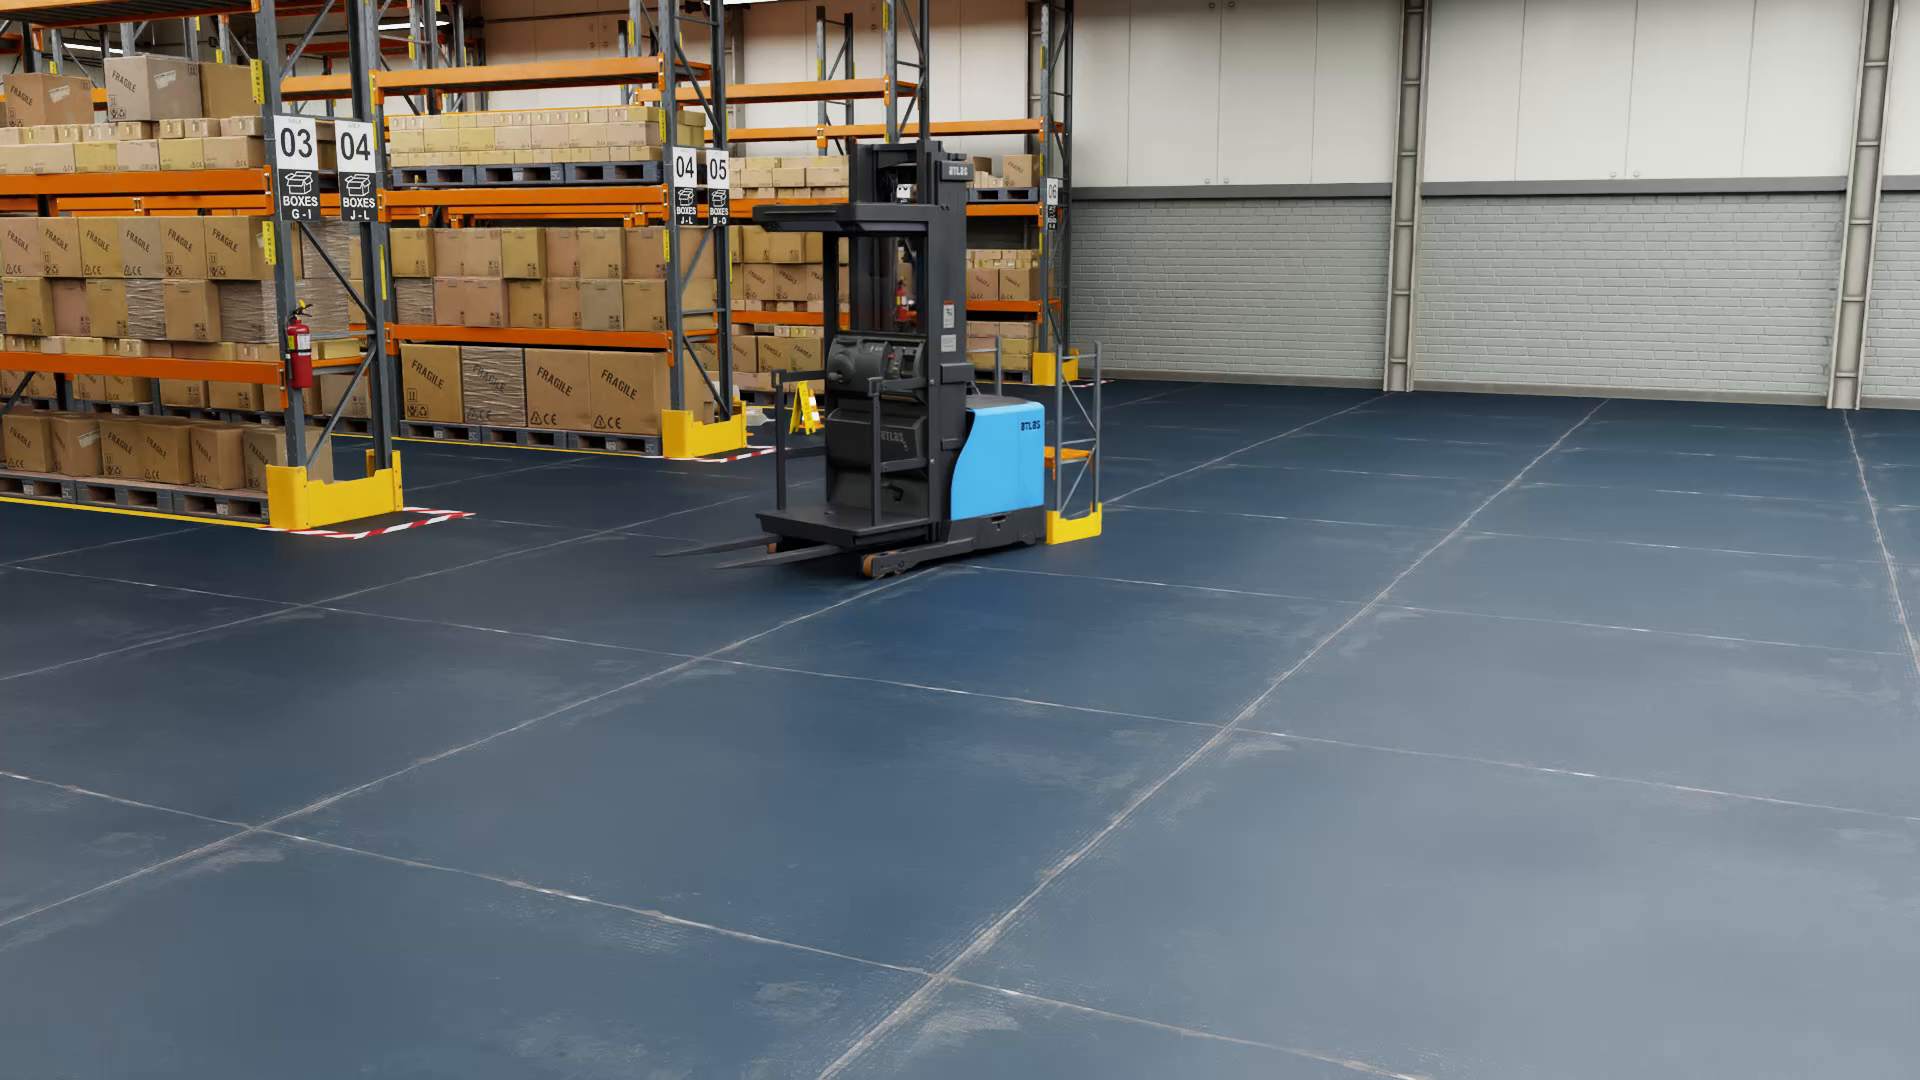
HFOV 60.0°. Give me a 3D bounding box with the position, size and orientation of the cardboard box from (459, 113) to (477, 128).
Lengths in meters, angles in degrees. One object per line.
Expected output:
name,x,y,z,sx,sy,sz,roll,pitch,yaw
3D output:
cardboard box,-5.272,-4.588,18.244,0.250,0.149,0.380,5,11,26

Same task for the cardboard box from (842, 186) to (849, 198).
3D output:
cardboard box,-1.358,-4.584,21.920,0.250,0.149,0.380,5,11,26

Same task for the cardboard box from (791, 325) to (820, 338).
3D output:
cardboard box,-2.093,-2.836,22.591,0.250,0.149,0.380,5,12,27

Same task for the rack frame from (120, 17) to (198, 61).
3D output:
rack frame,-9.950,-6.018,20.714,0.127,3.000,1.000,5,11,26

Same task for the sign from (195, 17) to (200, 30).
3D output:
sign,-9.708,-6.644,21.108,0.005,0.325,0.100,5,11,26

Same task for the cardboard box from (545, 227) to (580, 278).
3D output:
cardboard box,-4.068,-3.171,18.373,0.550,0.550,0.875,5,11,26

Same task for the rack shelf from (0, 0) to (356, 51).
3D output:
rack shelf,-6.855,-4.405,13.833,4.000,0.370,1.077,5,11,26

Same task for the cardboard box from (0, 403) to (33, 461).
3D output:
cardboard box,-9.190,-1.005,15.643,0.500,0.500,0.700,4,11,21

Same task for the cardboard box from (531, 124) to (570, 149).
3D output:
cardboard box,-4.237,-4.313,17.843,0.500,0.250,0.500,5,11,25

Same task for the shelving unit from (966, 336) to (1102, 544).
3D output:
shelving unit,0.515,-0.808,12.986,1.083,1.500,0.587,10,14,42

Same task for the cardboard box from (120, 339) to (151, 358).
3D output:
cardboard box,-6.800,-1.619,13.957,0.250,0.149,0.380,5,11,26

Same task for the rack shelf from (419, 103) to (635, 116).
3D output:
rack shelf,-6.057,-6.108,24.355,4.000,0.370,1.077,5,11,26

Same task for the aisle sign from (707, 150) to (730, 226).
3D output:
aisle sign,-2.580,-3.757,17.767,0.004,0.787,0.394,5,11,26

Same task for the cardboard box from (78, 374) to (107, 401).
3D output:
cardboard box,-11.120,-2.094,21.718,0.500,0.500,0.500,6,12,28

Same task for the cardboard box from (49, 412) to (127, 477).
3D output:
cardboard box,-7.791,-0.861,14.907,0.500,0.500,0.500,10,14,44

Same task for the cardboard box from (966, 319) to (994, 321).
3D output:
cardboard box,0.276,-3.521,27.495,0.500,0.250,0.500,5,11,25

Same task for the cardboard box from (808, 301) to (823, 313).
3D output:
cardboard box,-1.848,-3.147,22.402,0.250,0.149,0.380,5,12,27

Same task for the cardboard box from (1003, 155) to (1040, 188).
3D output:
cardboard box,1.012,-5.804,26.214,0.500,0.500,0.500,5,12,28

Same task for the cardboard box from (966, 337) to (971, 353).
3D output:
cardboard box,0.024,-3.194,27.092,0.500,0.250,0.500,5,11,25

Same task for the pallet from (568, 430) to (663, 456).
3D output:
pallet,-3.528,-1.114,18.292,1.213,0.211,1.003,5,11,26

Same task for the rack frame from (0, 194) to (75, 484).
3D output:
rack frame,-8.649,-1.967,15.174,0.127,3.000,1.000,5,11,26

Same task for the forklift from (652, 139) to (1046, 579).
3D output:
forklift,-0.740,-1.280,11.572,1.130,2.935,3.031,10,14,43

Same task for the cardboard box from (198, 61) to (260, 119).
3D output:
cardboard box,-6.273,-3.729,13.970,0.500,0.500,0.500,5,11,26

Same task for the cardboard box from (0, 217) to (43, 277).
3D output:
cardboard box,-7.908,-2.539,14.412,0.500,0.500,0.500,5,11,26

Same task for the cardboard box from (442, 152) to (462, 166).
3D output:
cardboard box,-5.506,-4.216,18.427,0.250,0.149,0.380,5,11,25

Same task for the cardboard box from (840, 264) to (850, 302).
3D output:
cardboard box,-1.285,-3.428,22.135,0.500,0.500,0.500,5,11,25

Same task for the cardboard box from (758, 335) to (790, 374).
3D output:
cardboard box,-2.429,-2.560,22.887,0.500,0.500,0.500,5,11,24

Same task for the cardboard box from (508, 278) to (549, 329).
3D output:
cardboard box,-4.572,-2.671,18.642,0.500,0.550,0.875,5,11,26

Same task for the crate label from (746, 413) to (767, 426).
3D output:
crate label,-2.552,-1.501,20.641,0.298,0.136,0.250,-1,10,-4

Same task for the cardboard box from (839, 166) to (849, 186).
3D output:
cardboard box,-1.255,-4.780,21.882,0.500,0.250,0.500,5,11,25

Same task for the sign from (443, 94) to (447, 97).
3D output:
sign,-9.502,-8.338,30.688,0.005,0.325,0.100,5,11,26

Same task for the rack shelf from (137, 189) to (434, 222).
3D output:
rack shelf,-8.157,-4.030,20.174,4.000,0.370,1.077,5,11,26

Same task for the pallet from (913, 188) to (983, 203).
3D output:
pallet,-0.204,-5.615,27.160,1.213,0.211,1.003,5,11,26

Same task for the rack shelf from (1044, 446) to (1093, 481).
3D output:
rack shelf,0.522,-0.630,13.012,1.000,0.185,0.538,10,14,42

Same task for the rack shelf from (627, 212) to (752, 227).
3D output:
rack shelf,-3.864,-5.622,28.968,4.000,0.370,1.077,5,11,26

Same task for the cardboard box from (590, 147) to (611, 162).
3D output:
cardboard box,-3.680,-4.056,17.541,0.250,0.149,0.380,5,11,27

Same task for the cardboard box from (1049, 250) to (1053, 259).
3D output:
cardboard box,1.310,-4.602,26.800,0.250,0.149,0.380,5,11,25

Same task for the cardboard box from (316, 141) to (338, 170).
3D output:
cardboard box,-5.379,-3.133,13.616,0.500,0.250,0.500,5,12,28

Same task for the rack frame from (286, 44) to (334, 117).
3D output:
rack frame,-12.832,-8.240,32.991,0.127,3.000,1.000,5,11,26

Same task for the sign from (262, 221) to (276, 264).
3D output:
sign,-5.325,-2.290,12.820,0.005,0.325,0.100,5,11,26

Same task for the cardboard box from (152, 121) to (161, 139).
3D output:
cardboard box,-6.326,-3.320,13.533,0.250,0.149,0.380,5,11,26

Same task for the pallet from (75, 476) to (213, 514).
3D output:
pallet,-6.933,-0.451,14.631,1.213,0.211,1.003,5,11,26

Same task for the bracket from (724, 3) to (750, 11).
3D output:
bracket,-3.875,-9.333,28.921,0.430,0.232,0.235,5,11,26

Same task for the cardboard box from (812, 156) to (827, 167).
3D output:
cardboard box,-1.766,-5.030,22.145,0.250,0.149,0.380,5,11,26

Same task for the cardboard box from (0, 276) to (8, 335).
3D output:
cardboard box,-8.272,-2.117,14.888,0.500,0.500,0.875,5,11,26

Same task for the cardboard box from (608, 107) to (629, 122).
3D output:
cardboard box,-3.452,-4.428,17.360,0.250,0.149,0.380,5,11,26

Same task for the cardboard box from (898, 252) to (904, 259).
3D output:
cardboard box,-0.979,-4.707,27.377,0.250,0.149,0.380,5,11,25

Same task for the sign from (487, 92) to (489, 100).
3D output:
sign,-9.005,-8.551,31.644,0.005,0.325,0.100,5,11,26

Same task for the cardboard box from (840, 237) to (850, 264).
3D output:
cardboard box,-1.231,-3.927,22.082,0.500,0.500,0.700,5,11,24

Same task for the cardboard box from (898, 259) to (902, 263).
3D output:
cardboard box,-0.999,-4.555,27.374,0.250,0.149,0.380,5,11,25

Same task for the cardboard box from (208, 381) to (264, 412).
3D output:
cardboard box,-8.659,-2.035,20.689,0.750,0.750,1.050,5,11,27

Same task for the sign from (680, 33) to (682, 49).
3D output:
sign,-4.007,-7.085,23.765,0.005,0.325,0.100,5,11,26

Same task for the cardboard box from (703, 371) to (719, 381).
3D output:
cardboard box,-3.370,-2.273,23.408,0.500,0.250,0.500,6,12,29

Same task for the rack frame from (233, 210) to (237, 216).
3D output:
rack frame,-11.438,-4.180,27.402,0.127,3.000,1.000,5,11,26
